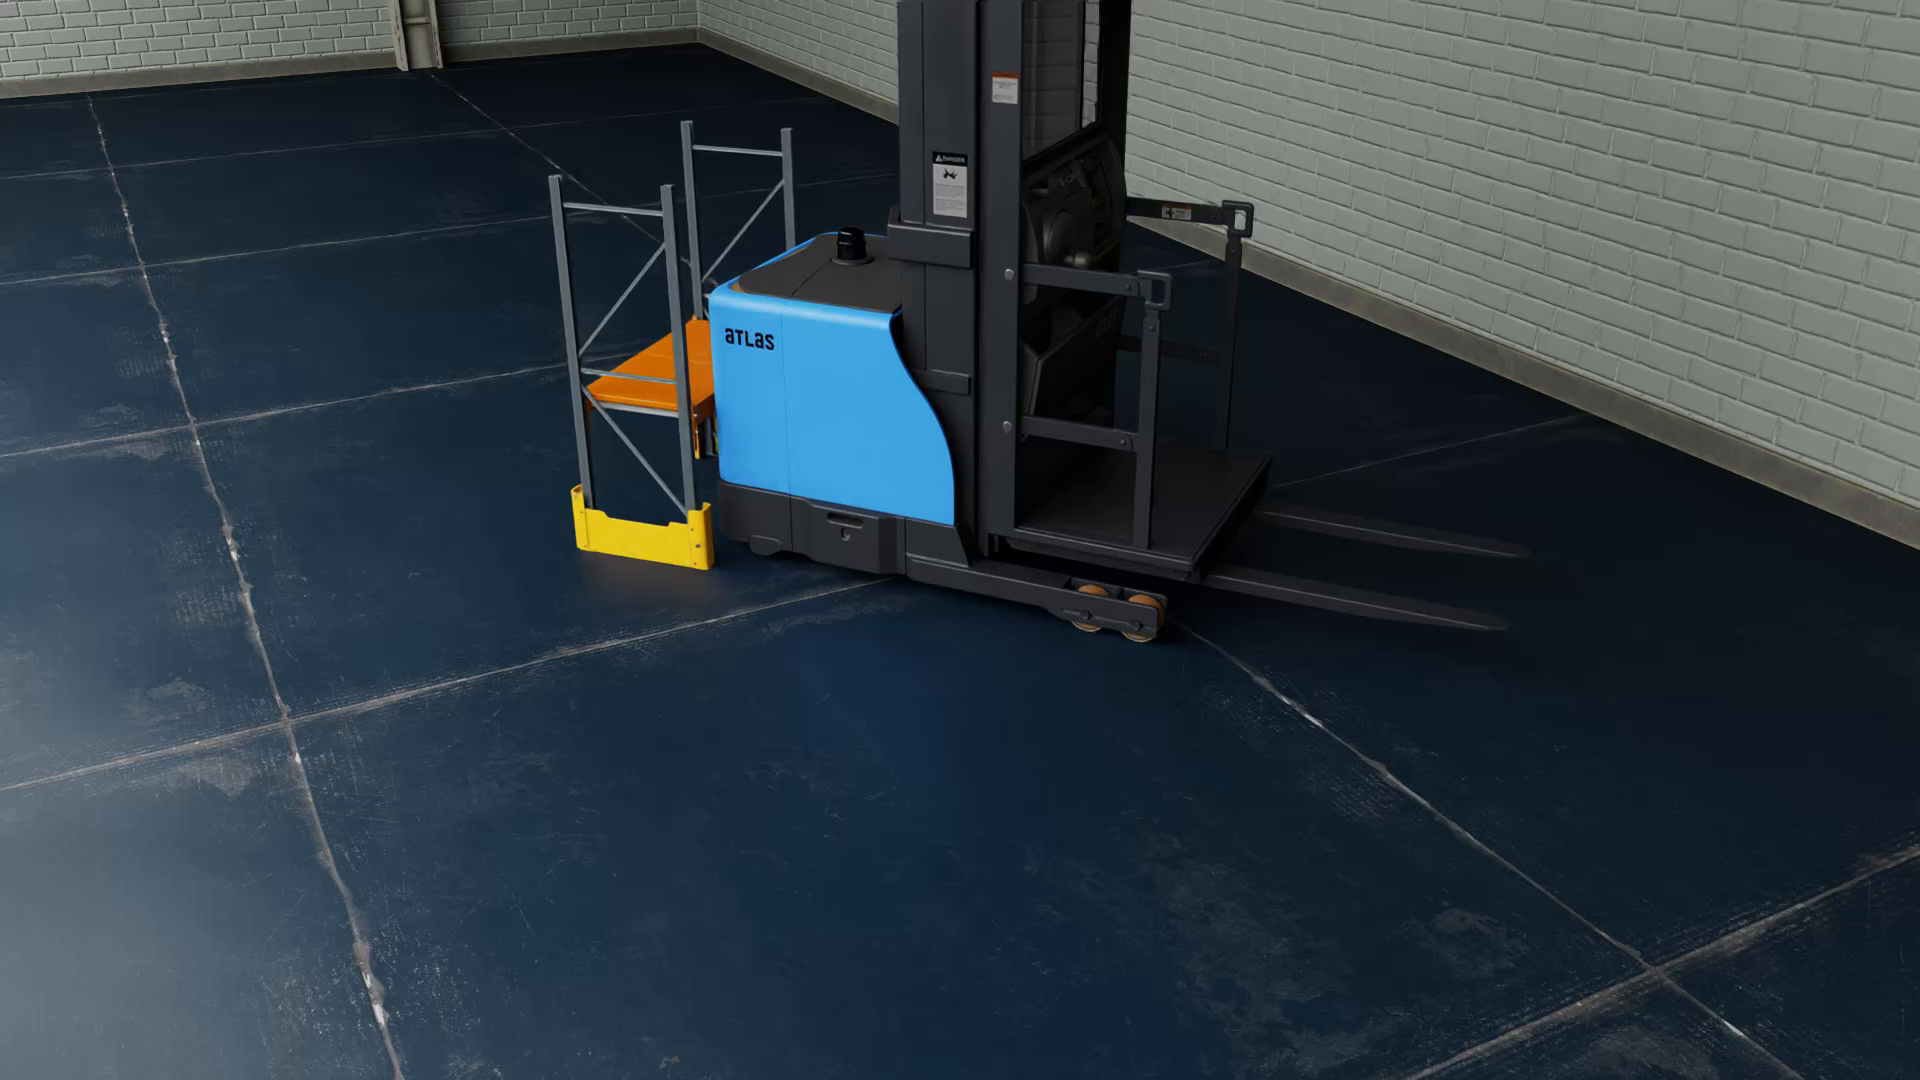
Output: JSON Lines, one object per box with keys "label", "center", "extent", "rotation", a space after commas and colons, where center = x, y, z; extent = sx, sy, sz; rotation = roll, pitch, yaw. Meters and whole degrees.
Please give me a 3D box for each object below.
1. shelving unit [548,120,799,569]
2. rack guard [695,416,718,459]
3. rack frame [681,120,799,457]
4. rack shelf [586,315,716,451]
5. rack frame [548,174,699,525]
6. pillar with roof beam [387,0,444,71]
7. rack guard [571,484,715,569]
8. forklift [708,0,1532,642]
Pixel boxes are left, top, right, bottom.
{"label": "shelving unit", "center": [-1.090, -0.821, 6.726], "extent": [0.587, 1.500, 1.083], "rotation": [9, 27, 17]}
{"label": "rack guard", "center": [-0.926, -0.461, 7.421], "extent": [0.587, 0.250, 0.087], "rotation": [9, 27, 17]}
{"label": "rack frame", "center": [-0.919, -1.032, 7.167], "extent": [0.500, 1.500, 0.032], "rotation": [9, 27, 17]}
{"label": "rack shelf", "center": [-1.087, -0.662, 6.812], "extent": [0.538, 0.185, 1.000], "rotation": [9, 27, 17]}
{"label": "rack frame", "center": [-1.254, -0.617, 6.301], "extent": [0.500, 1.500, 0.032], "rotation": [9, 27, 17]}
{"label": "pillar with roof beam", "center": [-3.352, -7.126, 11.195], "extent": [0.400, 9.000, 9.100], "rotation": [-13, 29, -25]}
{"label": "rack guard", "center": [-1.254, -0.054, 6.573], "extent": [0.587, 0.250, 0.087], "rotation": [9, 27, 17]}
{"label": "forklift", "center": [0.599, -1.215, 5.895], "extent": [3.031, 2.935, 1.130], "rotation": [11, 28, 22]}
